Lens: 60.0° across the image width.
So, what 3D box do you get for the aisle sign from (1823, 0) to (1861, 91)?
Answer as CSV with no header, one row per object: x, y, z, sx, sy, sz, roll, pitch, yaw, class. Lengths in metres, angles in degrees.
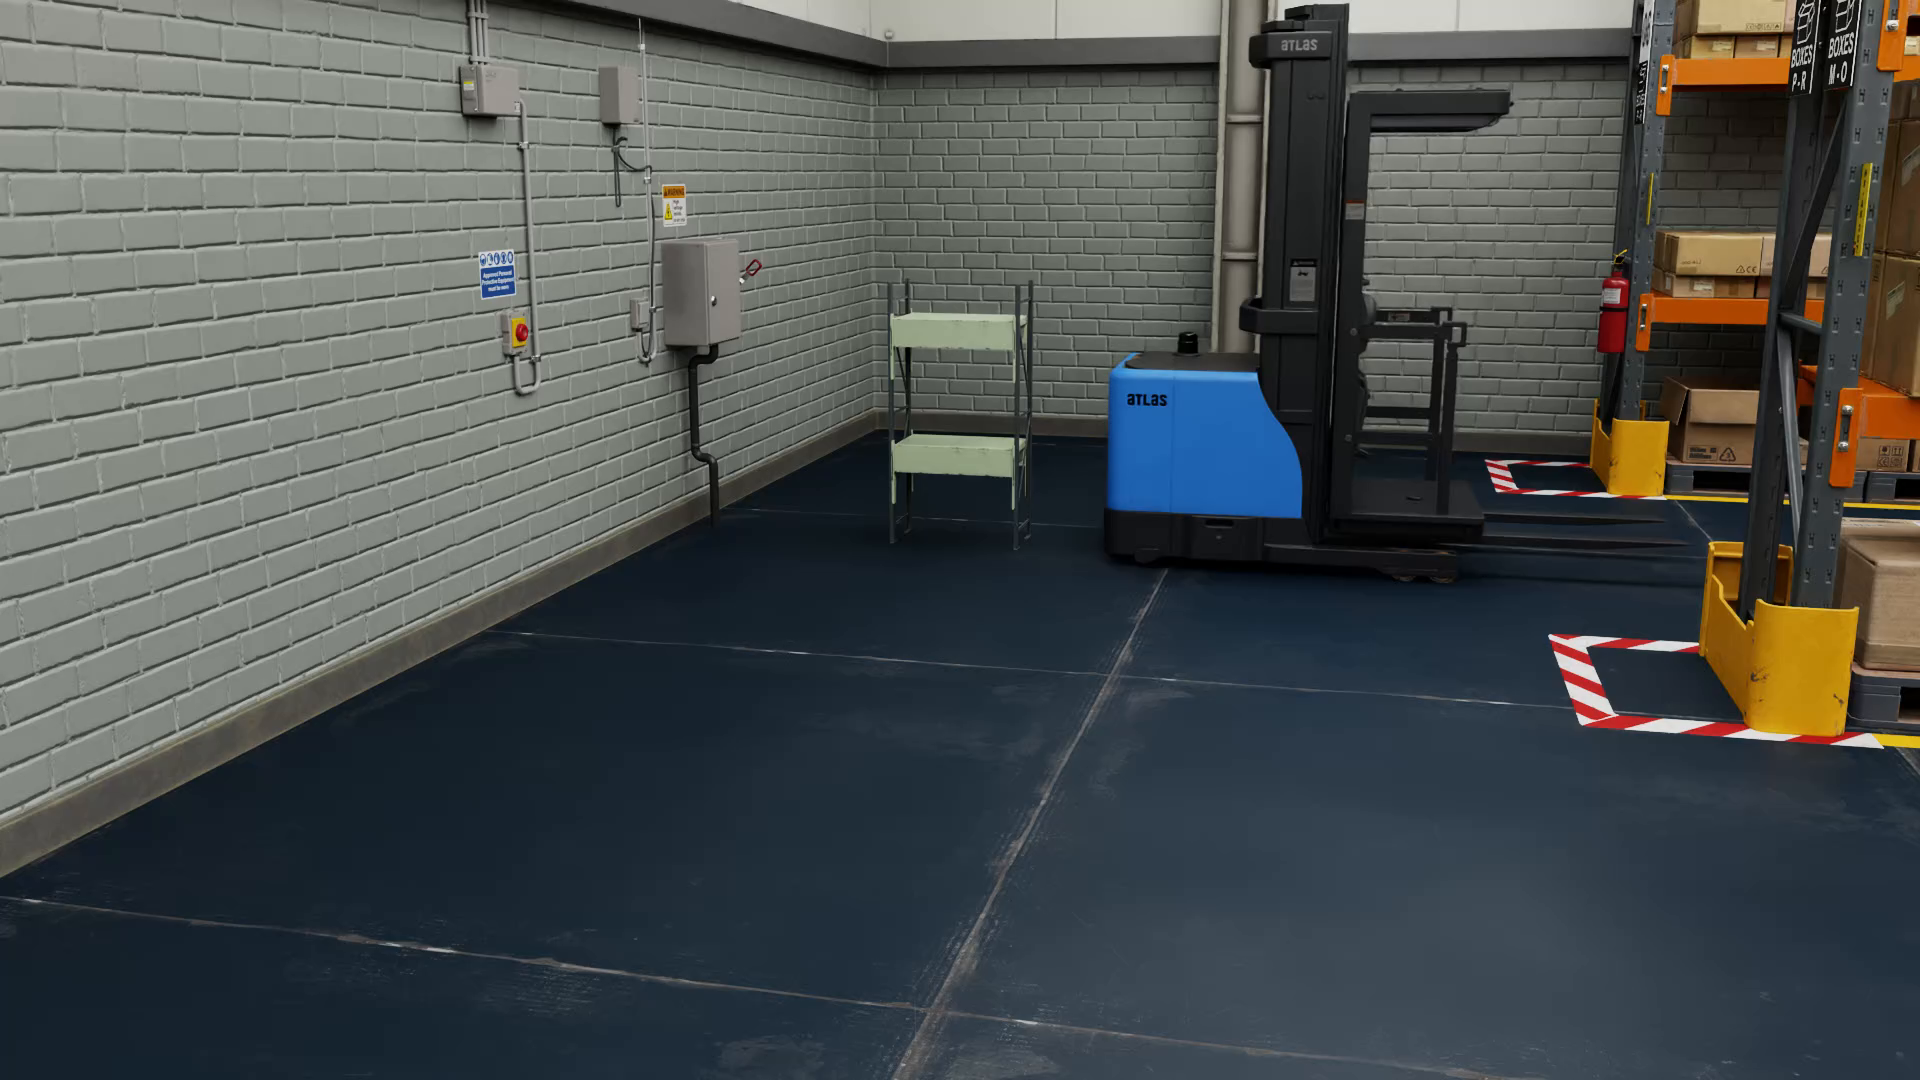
3.236,-2.051,6.051,0.004,0.787,0.394,3,13,14,aisle sign

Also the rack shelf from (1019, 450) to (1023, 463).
0.006,-0.483,9.625,0.664,0.071,0.332,3,13,14,rack shelf

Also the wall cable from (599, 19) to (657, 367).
-1.776,-1.922,9.124,0.122,1.984,0.588,3,13,14,wall cable

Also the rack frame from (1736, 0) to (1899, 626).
3.375,-0.839,6.591,0.127,3.000,1.000,3,13,14,rack frame

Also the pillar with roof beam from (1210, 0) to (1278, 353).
1.128,-4.236,8.051,0.400,9.000,9.100,3,13,14,pillar with roof beam

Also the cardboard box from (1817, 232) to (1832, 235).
6.051,-1.933,11.182,0.500,0.250,0.500,3,13,15,cardboard box

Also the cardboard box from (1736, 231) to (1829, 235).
5.571,-1.960,11.302,0.500,0.250,0.500,3,13,14,cardboard box

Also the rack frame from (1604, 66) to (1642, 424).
4.560,-1.882,11.293,0.053,2.616,0.949,3,13,14,rack frame

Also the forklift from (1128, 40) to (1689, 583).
2.405,-1.283,8.954,2.937,2.843,1.107,3,13,12,forklift

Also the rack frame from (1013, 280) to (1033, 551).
0.362,-0.713,9.484,0.023,1.500,0.400,3,13,14,rack frame

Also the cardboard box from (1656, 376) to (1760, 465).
5.132,-0.818,11.288,0.637,0.503,0.797,3,13,11,cardboard box

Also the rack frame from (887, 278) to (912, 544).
-0.349,-0.751,9.655,0.023,1.500,0.400,3,13,14,rack frame

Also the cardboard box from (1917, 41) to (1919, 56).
6.049,-3.088,10.381,0.250,0.149,0.380,3,13,13,cardboard box

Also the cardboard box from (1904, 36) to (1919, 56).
5.794,-3.088,10.381,0.250,0.149,0.380,3,13,13,cardboard box

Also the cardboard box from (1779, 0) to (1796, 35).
5.425,-3.317,10.493,0.500,0.250,0.500,3,13,15,cardboard box

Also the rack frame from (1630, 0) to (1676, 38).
4.561,-4.812,10.646,0.127,3.000,1.000,3,13,14,rack frame

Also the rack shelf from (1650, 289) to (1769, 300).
6.503,-1.524,10.885,3.809,0.124,0.919,3,13,14,rack shelf

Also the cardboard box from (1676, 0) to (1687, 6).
5.059,-3.699,11.062,0.500,0.250,0.500,3,13,12,cardboard box

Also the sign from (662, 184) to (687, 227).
-1.674,-1.963,9.751,0.001,0.242,0.339,3,13,14,sign

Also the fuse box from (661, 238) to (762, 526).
-1.460,-0.932,9.984,0.414,1.711,0.539,3,13,14,fuse box

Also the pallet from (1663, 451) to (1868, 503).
5.409,-0.477,11.395,1.213,0.211,1.003,3,13,14,pallet

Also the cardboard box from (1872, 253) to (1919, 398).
3.773,-0.803,6.195,0.500,0.500,0.500,3,13,13,cardboard box

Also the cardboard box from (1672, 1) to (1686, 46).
5.058,-3.454,11.109,0.500,0.250,0.500,3,13,13,cardboard box

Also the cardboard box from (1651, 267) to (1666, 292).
4.947,-1.800,11.500,0.250,0.149,0.380,3,13,13,cardboard box

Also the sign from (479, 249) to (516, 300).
-2.176,-1.252,7.827,0.001,0.218,0.327,3,13,14,sign

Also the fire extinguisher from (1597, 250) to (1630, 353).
4.307,-1.574,10.941,0.183,0.674,0.296,3,13,14,fire extinguisher

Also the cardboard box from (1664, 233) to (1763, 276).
4.937,-1.875,10.919,0.500,0.250,0.500,3,13,14,cardboard box

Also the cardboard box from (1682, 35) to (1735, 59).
4.815,-3.159,10.704,0.250,0.149,0.380,3,13,15,cardboard box

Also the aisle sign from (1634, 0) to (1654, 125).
4.424,-3.094,10.752,0.004,0.787,0.394,3,13,14,aisle sign

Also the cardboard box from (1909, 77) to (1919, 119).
3.654,-1.616,6.056,0.250,0.149,0.380,3,13,15,cardboard box

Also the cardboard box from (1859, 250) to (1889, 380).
3.907,-0.919,6.718,0.500,0.500,0.500,3,13,14,cardboard box

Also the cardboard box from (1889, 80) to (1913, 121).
3.772,-1.716,6.507,0.250,0.149,0.380,3,13,14,cardboard box

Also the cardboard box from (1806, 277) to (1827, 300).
5.567,-1.650,10.825,0.250,0.149,0.380,3,13,15,cardboard box

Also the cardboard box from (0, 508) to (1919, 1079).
4.263,0.002,6.146,13.522,1.550,6.103,3,13,13,cardboard box

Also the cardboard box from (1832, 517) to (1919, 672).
4.040,0.220,6.763,0.875,0.438,0.875,3,13,12,cardboard box

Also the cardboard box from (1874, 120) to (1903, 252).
3.900,-1.401,6.584,0.500,0.500,0.500,4,13,15,cardboard box

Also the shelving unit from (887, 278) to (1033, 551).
0.006,-0.732,9.570,0.755,1.500,0.400,3,13,14,shelving unit
